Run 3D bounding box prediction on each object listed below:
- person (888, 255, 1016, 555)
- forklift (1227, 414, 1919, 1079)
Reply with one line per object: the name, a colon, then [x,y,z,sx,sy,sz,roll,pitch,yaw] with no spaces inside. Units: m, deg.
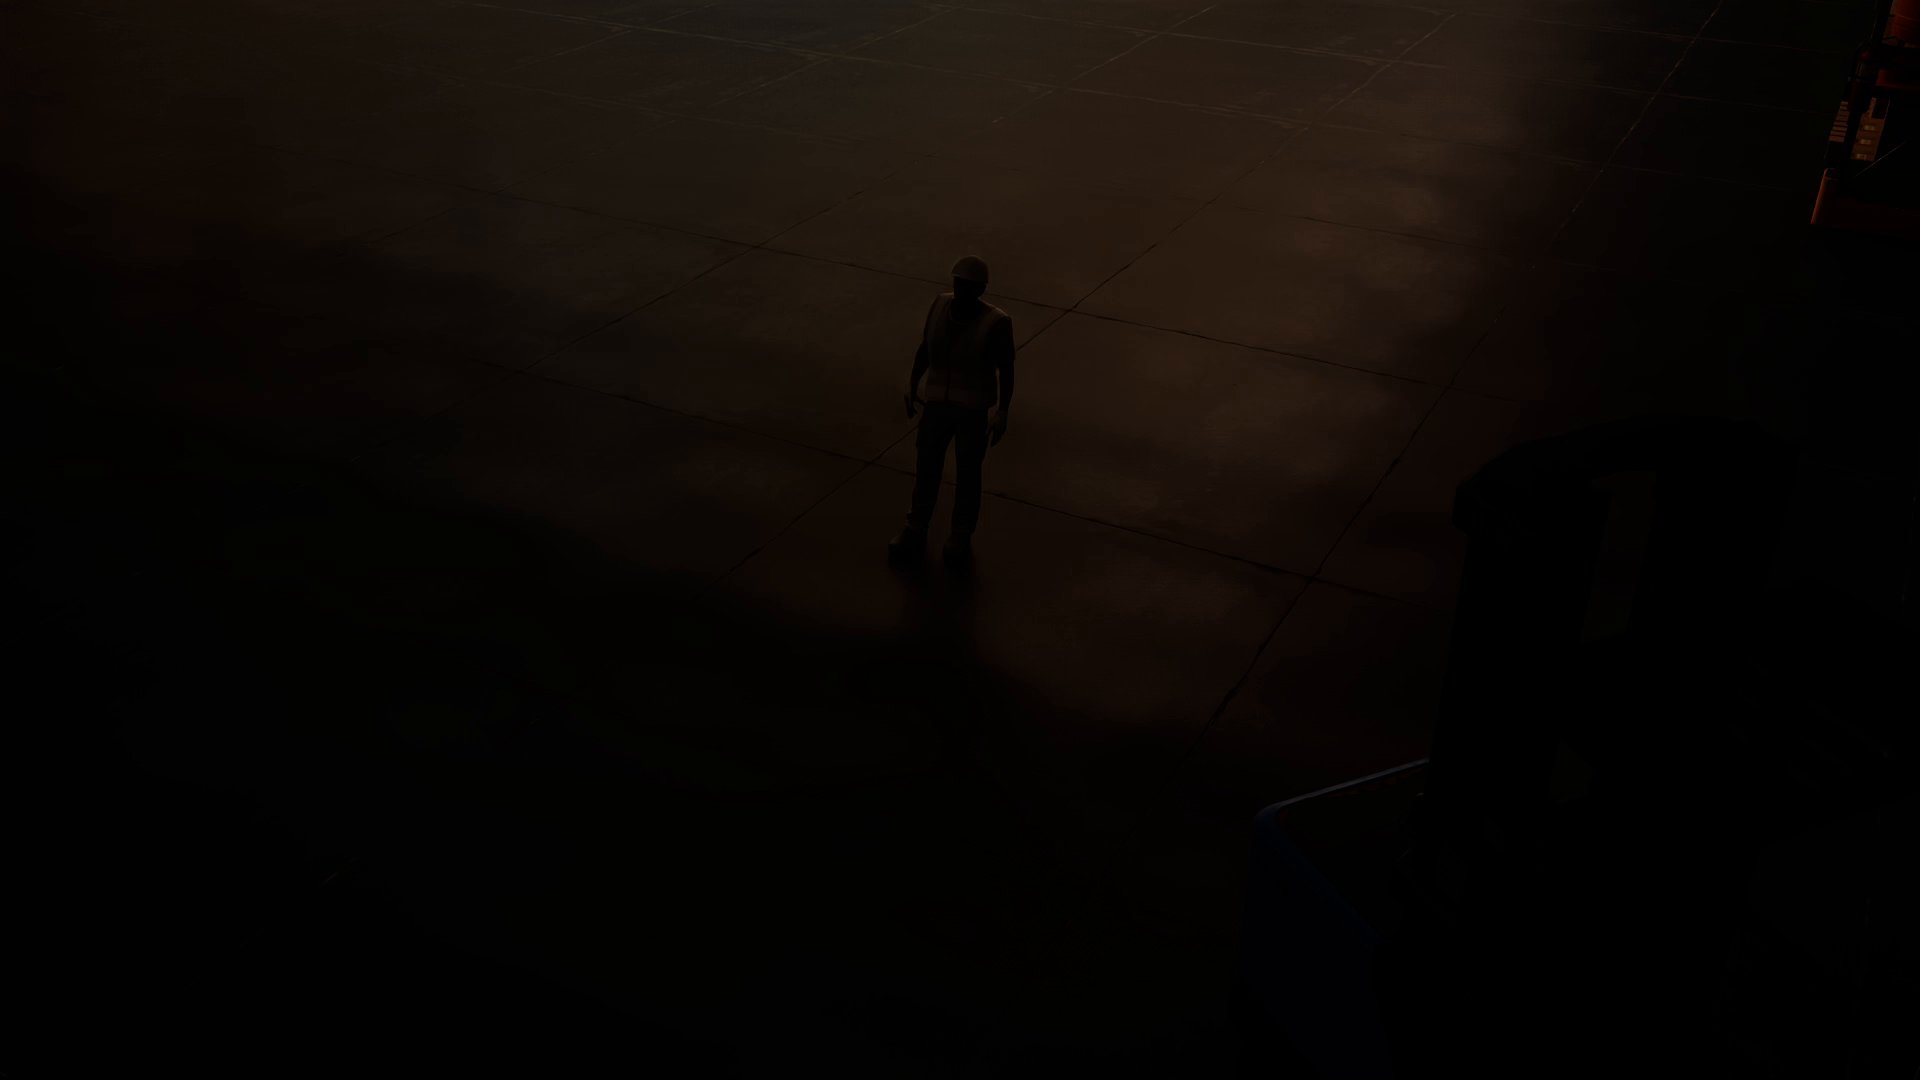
person: [-0.043,-0.750,9.503,0.656,1.782,0.577,15,33,25]
forklift: [2.118,1.232,4.935,1.130,2.935,3.031,-12,32,-20]
